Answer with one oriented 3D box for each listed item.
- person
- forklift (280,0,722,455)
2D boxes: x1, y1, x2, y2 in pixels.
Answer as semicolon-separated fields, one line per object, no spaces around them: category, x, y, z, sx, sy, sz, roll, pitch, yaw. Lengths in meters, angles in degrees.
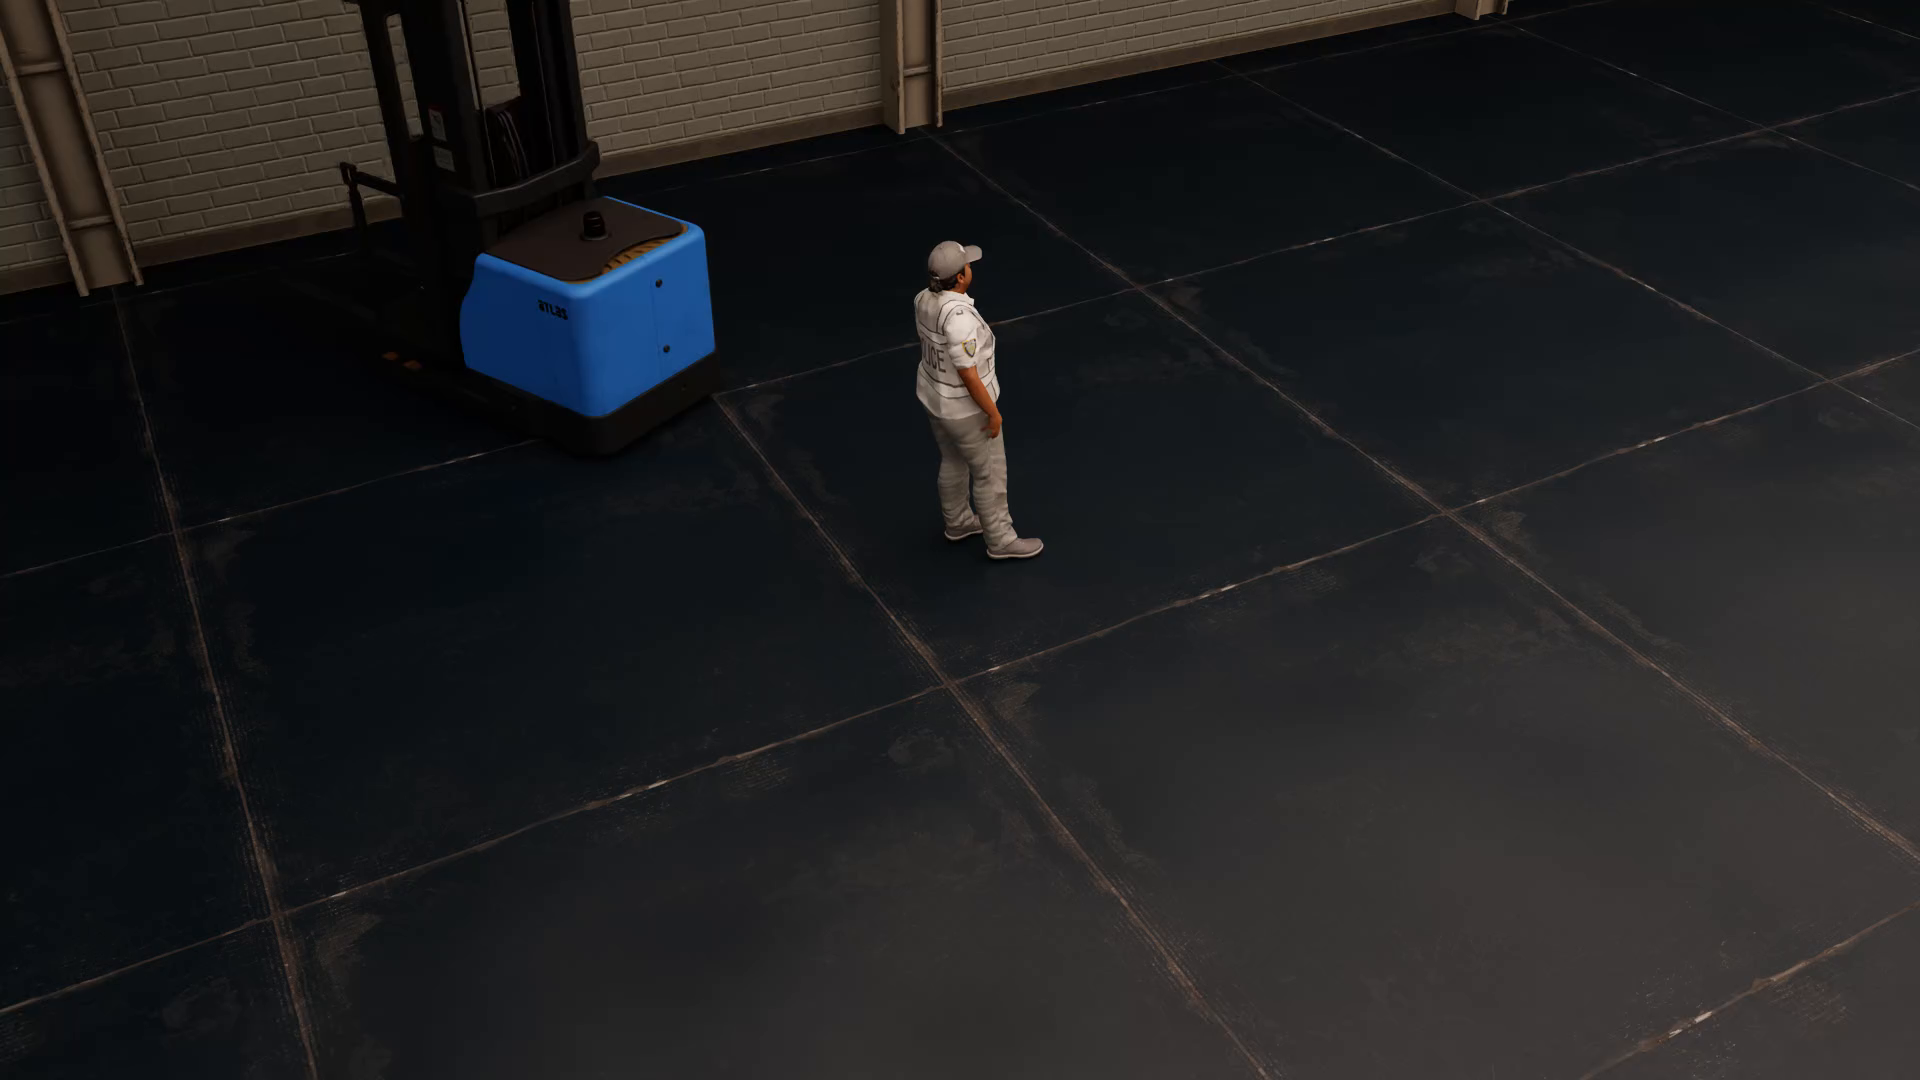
person;0.078;-0.696;8.190;0.529;1.670;0.599;-17;39;-23
forklift;-2.913;-2.329;9.417;3.031;2.935;1.130;22;41;28
